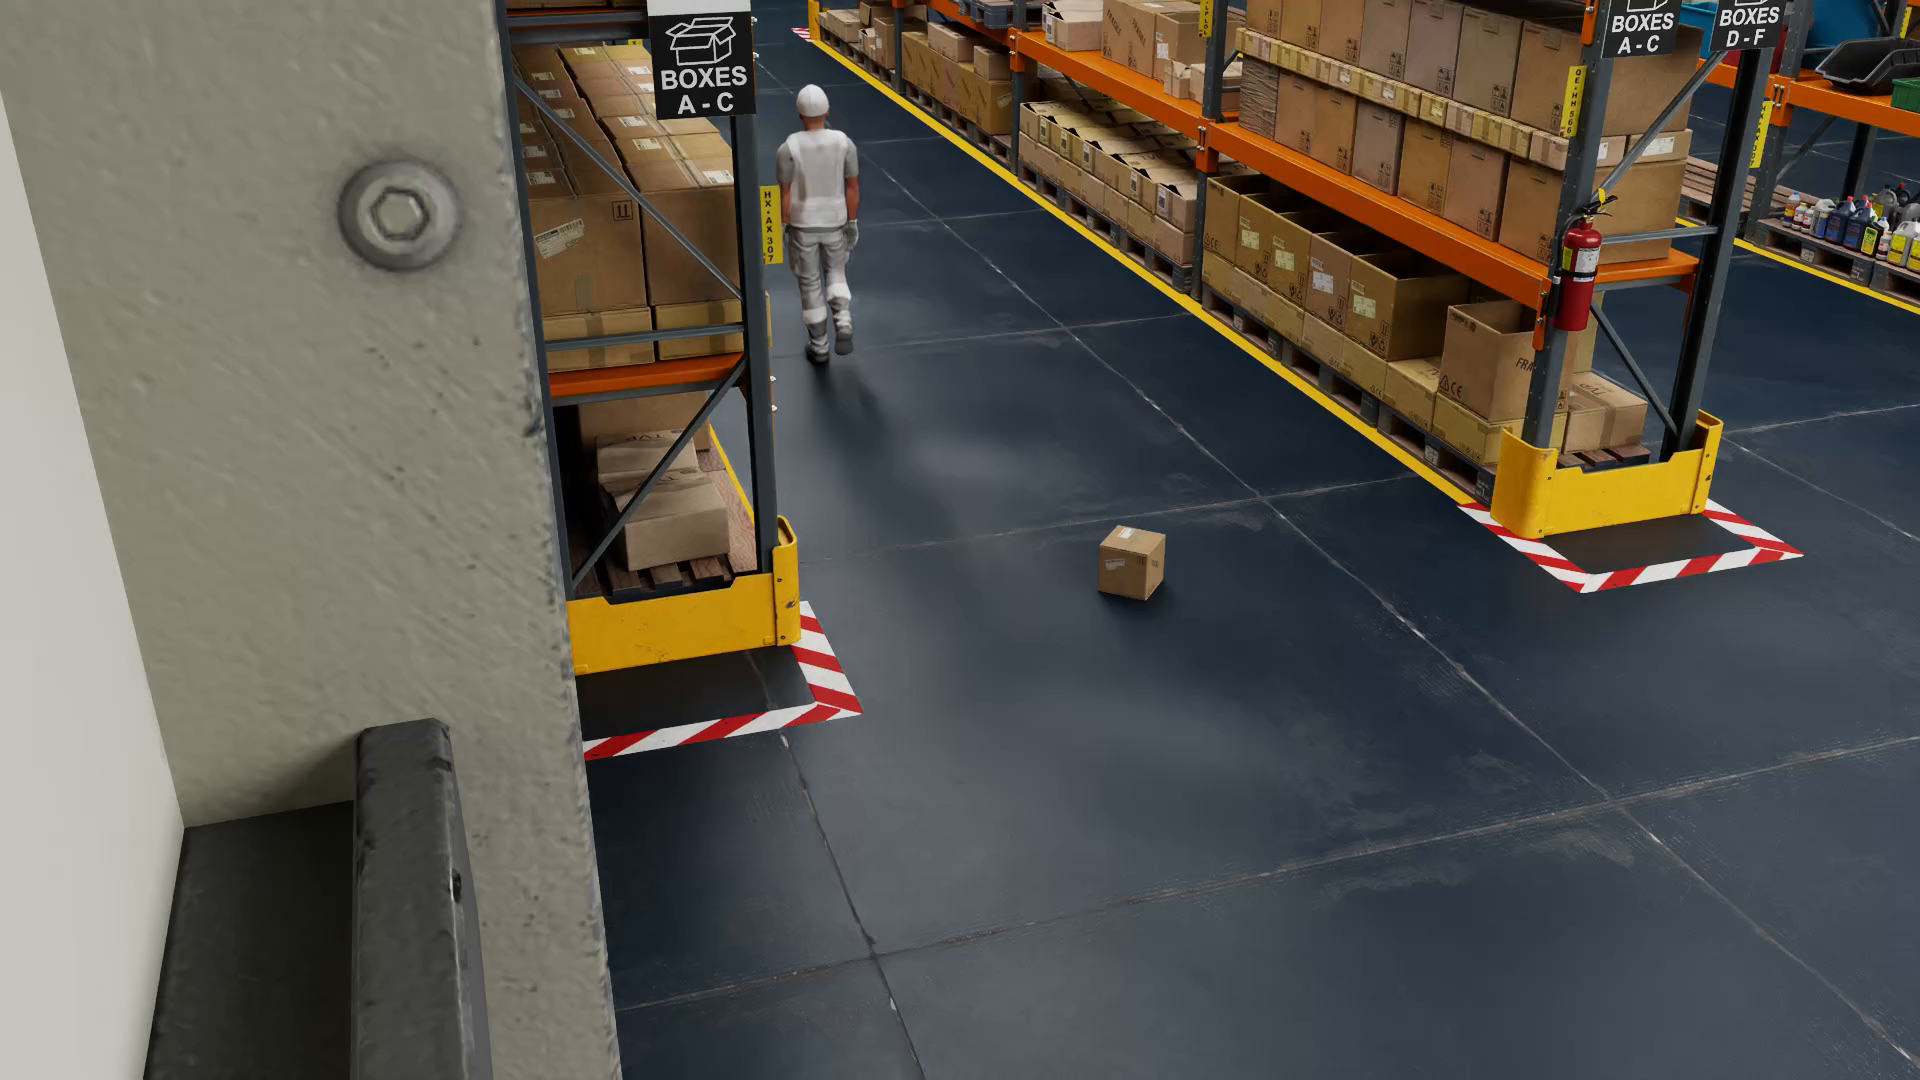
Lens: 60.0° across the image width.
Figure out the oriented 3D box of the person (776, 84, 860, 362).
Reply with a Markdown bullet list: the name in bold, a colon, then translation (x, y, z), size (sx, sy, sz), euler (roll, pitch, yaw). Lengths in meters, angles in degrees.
- **person**: translation (-0.918, -2.023, 10.657), size (0.525, 1.781, 0.474), euler (-9, 27, -17)
